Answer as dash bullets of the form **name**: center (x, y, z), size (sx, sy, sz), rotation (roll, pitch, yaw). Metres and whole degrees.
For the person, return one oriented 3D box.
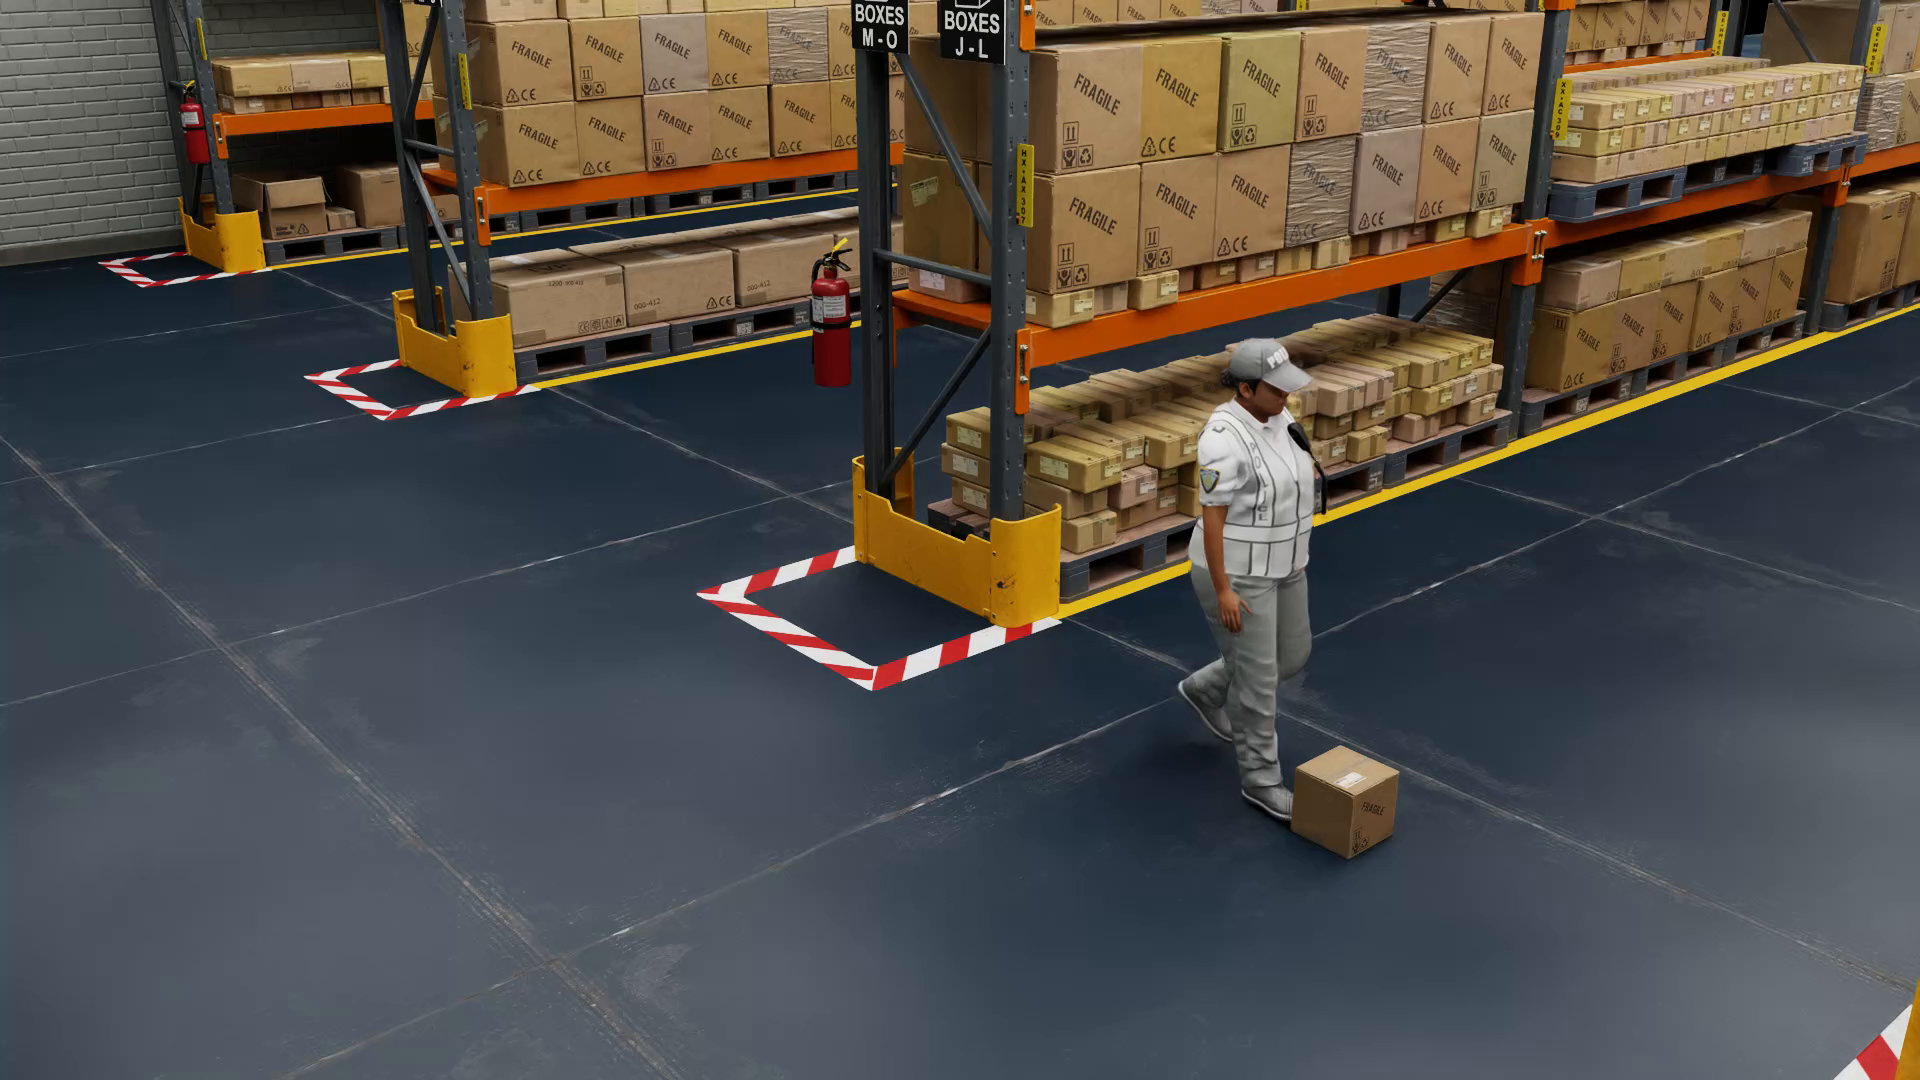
- **person**: center (1.030, 0.099, 5.789), size (0.739, 1.644, 0.503), rotation (18, 27, 39)
